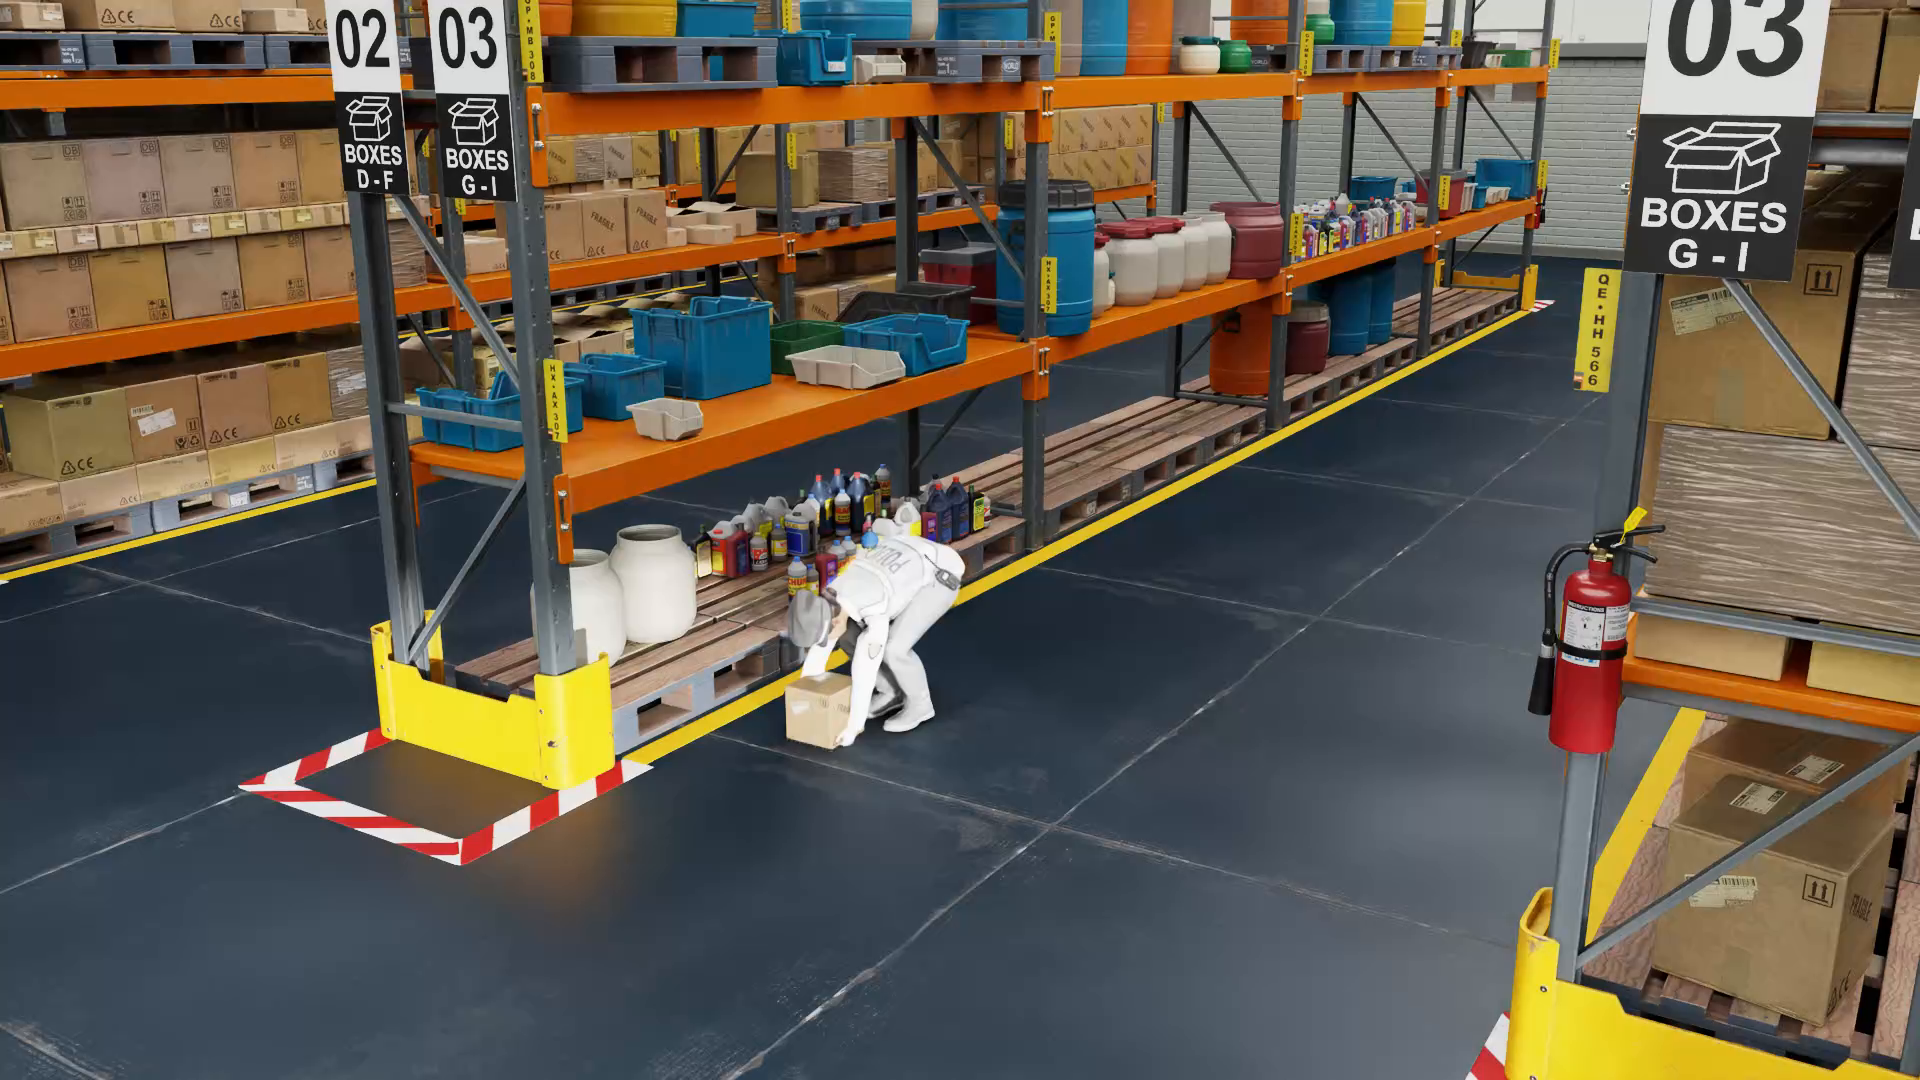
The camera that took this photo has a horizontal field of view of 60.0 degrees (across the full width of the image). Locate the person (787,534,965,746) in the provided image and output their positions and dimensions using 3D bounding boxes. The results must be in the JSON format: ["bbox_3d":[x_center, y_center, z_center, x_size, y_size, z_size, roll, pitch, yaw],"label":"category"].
[{"bbox_3d":[-0.374,0.450,7.502,0.892,0.855,0.448,-14,21,-40],"label":"person"}]
